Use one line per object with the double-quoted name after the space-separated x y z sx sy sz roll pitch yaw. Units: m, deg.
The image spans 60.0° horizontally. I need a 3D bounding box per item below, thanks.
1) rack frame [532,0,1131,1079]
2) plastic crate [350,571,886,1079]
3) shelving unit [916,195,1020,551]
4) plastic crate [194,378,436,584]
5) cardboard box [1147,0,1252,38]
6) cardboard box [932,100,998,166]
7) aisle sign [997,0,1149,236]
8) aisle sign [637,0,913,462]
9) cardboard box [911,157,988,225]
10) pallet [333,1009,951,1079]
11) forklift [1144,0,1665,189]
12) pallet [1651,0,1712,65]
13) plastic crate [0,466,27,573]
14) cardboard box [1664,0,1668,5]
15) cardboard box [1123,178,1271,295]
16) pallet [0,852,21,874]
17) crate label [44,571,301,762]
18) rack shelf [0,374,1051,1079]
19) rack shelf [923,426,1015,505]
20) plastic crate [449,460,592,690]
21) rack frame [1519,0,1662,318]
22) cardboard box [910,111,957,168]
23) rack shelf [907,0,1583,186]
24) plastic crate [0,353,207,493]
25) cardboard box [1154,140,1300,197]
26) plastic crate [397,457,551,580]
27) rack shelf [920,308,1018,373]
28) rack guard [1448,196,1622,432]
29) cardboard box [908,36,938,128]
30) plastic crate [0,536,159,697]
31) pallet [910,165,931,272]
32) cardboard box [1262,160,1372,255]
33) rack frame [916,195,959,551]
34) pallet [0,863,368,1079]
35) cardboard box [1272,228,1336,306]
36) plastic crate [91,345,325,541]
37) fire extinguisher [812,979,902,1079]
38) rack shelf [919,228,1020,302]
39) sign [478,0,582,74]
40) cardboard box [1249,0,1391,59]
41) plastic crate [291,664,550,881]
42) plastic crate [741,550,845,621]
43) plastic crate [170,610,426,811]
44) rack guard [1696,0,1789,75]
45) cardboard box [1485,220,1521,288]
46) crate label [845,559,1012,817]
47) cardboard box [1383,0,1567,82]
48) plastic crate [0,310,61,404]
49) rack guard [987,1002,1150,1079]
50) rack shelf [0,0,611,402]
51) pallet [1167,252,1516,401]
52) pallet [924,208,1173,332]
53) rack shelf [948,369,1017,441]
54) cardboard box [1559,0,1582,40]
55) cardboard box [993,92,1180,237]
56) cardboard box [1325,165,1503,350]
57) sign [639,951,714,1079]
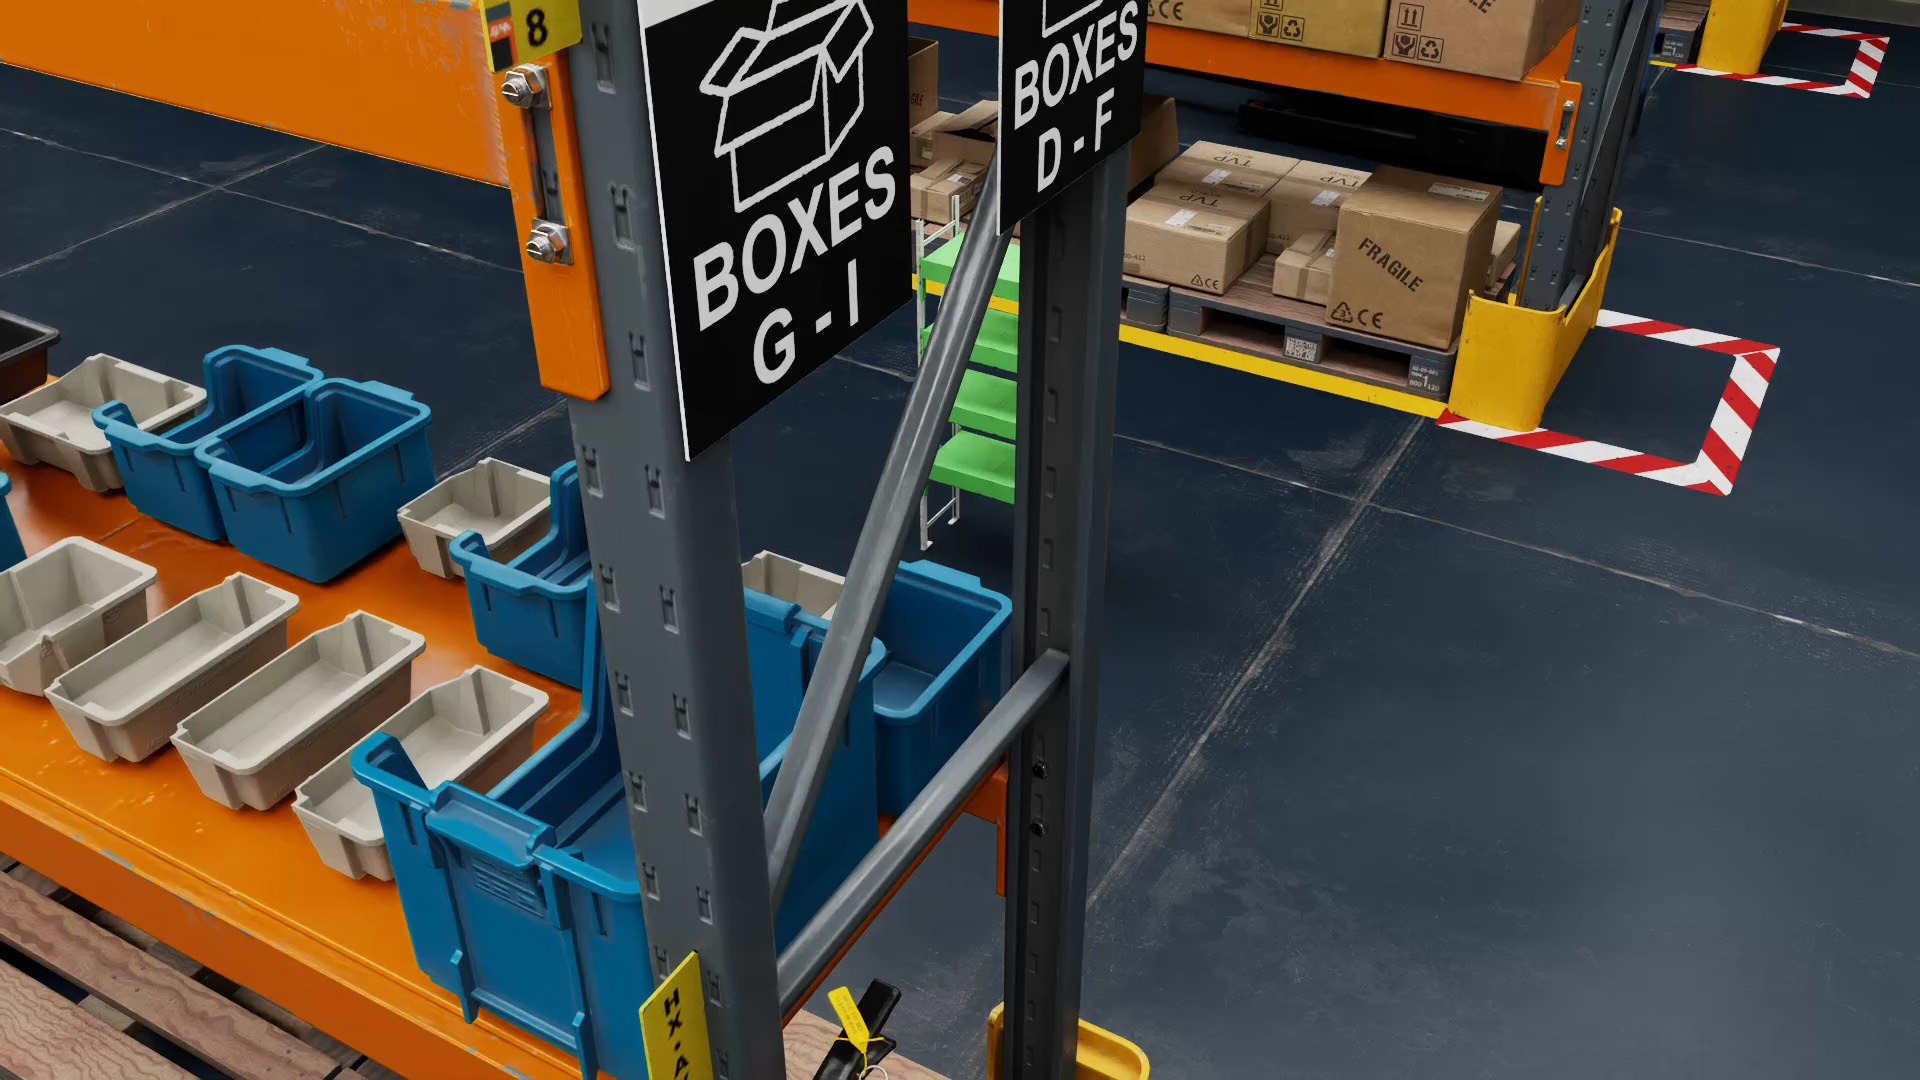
-0.069 0.428 2.400 0.053 2.616 0.949 18 37 24 "rack frame"
-0.451 0.385 2.380 0.499 0.435 0.616 18 37 24 "plastic crate"
0.144 -0.454 5.349 0.503 1.200 0.258 18 37 24 "shelving unit"
-1.262 -0.117 3.316 0.300 0.233 0.416 18 37 24 "plastic crate"
0.987 -2.270 6.363 0.500 0.500 0.500 18 38 25 "cardboard box"
0.207 -1.893 7.916 0.500 0.311 0.500 18 37 24 "cardboard box"
0.142 -0.778 1.867 0.004 0.787 0.394 18 37 24 "aisle sign"
-0.151 -0.494 1.441 0.004 0.787 0.394 18 37 24 "aisle sign"
-0.067 -1.607 7.616 0.250 0.166 0.380 18 37 24 "cardboard box"
-0.765 1.342 3.544 1.213 0.211 1.003 18 37 24 "pallet"
2.119 -3.601 8.514 3.031 2.935 1.130 20 39 27 "forklift"
4.115 -3.362 10.609 1.213 0.211 1.003 18 37 24 "pallet"
-1.978 0.030 3.095 0.300 0.233 0.416 18 37 24 "plastic crate"
4.191 -3.619 10.355 0.500 0.500 0.700 18 37 24 "cardboard box"
0.989 -1.301 7.082 0.500 0.250 0.500 18 37 24 "cardboard box"
-2.883 0.671 4.552 1.213 0.211 1.003 18 37 24 "pallet"
-1.364 0.223 2.893 0.243 0.136 0.396 18 37 24 "crate label"
-1.804 0.176 3.428 4.000 0.370 1.077 18 37 24 "rack shelf"
0.144 -0.201 5.518 0.480 0.148 0.258 18 37 24 "rack shelf"
-0.690 0.064 3.044 0.300 0.233 0.416 18 37 24 "plastic crate"
2.393 -1.956 5.981 0.127 3.000 1.000 18 37 24 "rack frame"
-0.089 -1.958 8.159 0.250 0.149 0.380 18 37 24 "cardboard box"
0.657 -2.206 7.006 4.000 0.370 1.077 18 37 24 "rack shelf"
-1.880 -0.254 3.609 0.466 0.136 0.293 18 37 24 "plastic crate"
1.194 -1.556 7.464 0.500 0.250 0.500 18 37 24 "cardboard box"
-0.945 -0.029 3.272 0.298 0.136 0.250 18 37 24 "plastic crate"
0.144 -0.600 5.251 0.480 0.148 0.258 18 37 24 "rack shelf"
2.327 -0.936 6.705 0.348 0.500 1.175 18 37 24 "rack guard"
-0.444 -2.178 8.173 0.500 0.500 0.500 18 37 24 "cardboard box"
-1.630 0.150 3.002 0.250 0.136 0.298 18 37 24 "plastic crate"
-0.484 -1.706 8.121 1.213 0.211 1.003 18 37 24 "pallet"
1.628 -1.418 7.257 0.500 0.250 0.500 18 37 24 "cardboard box"
-0.068 -0.521 5.450 0.015 1.200 0.240 18 37 24 "rack frame"
-1.820 1.006 4.049 1.213 0.211 1.003 18 37 24 "pallet"
1.492 -1.145 6.923 0.250 0.166 0.380 18 37 24 "cardboard box"
-1.523 -0.199 3.440 0.300 0.233 0.416 18 37 24 "plastic crate"
-0.162 0.874 2.137 0.183 0.674 0.296 18 37 24 "fire extinguisher"
0.144 -0.800 5.118 0.480 0.148 0.258 18 37 24 "rack shelf"
-0.327 -0.509 1.196 0.005 0.325 0.100 18 37 24 "sign"
1.417 -2.131 6.153 0.500 0.500 0.500 18 38 25 "cardboard box"
-0.866 0.374 2.665 0.243 0.136 0.396 18 37 24 "plastic crate"
-0.356 0.157 2.991 0.298 0.136 0.250 18 37 24 "plastic crate"
-1.110 0.288 2.795 0.243 0.136 0.396 18 37 24 "plastic crate"
4.869 -3.294 10.245 0.348 0.500 1.175 18 37 24 "rack guard"
2.200 -1.233 7.070 0.250 0.149 0.380 18 37 24 "cardboard box"
-0.119 0.245 2.772 0.303 0.233 0.416 18 37 24 "crate label"
1.869 -1.990 5.941 0.500 0.500 0.500 19 38 26 "cardboard box"
-2.436 -0.405 3.846 0.590 0.125 0.437 18 37 24 "plastic crate"
-0.040 1.468 3.095 0.348 0.500 1.175 18 37 24 "rack guard"
-1.804 -1.072 2.597 4.000 0.370 1.077 18 37 24 "rack shelf"
1.635 -1.035 7.114 1.213 0.211 1.003 18 37 24 "pallet"
0.579 -1.371 7.618 1.213 0.211 1.003 18 37 24 "pallet"
0.144 -0.401 5.384 0.480 0.148 0.258 18 37 24 "rack shelf"
2.139 -2.246 6.327 0.500 0.500 0.500 18 38 25 "cardboard box"
0.554 -1.686 7.431 0.637 0.503 0.797 18 37 24 "cardboard box"
1.799 -1.130 6.598 0.500 0.500 0.500 18 37 24 "cardboard box"
-0.327 0.628 1.953 0.005 0.325 0.100 18 37 24 "sign"
